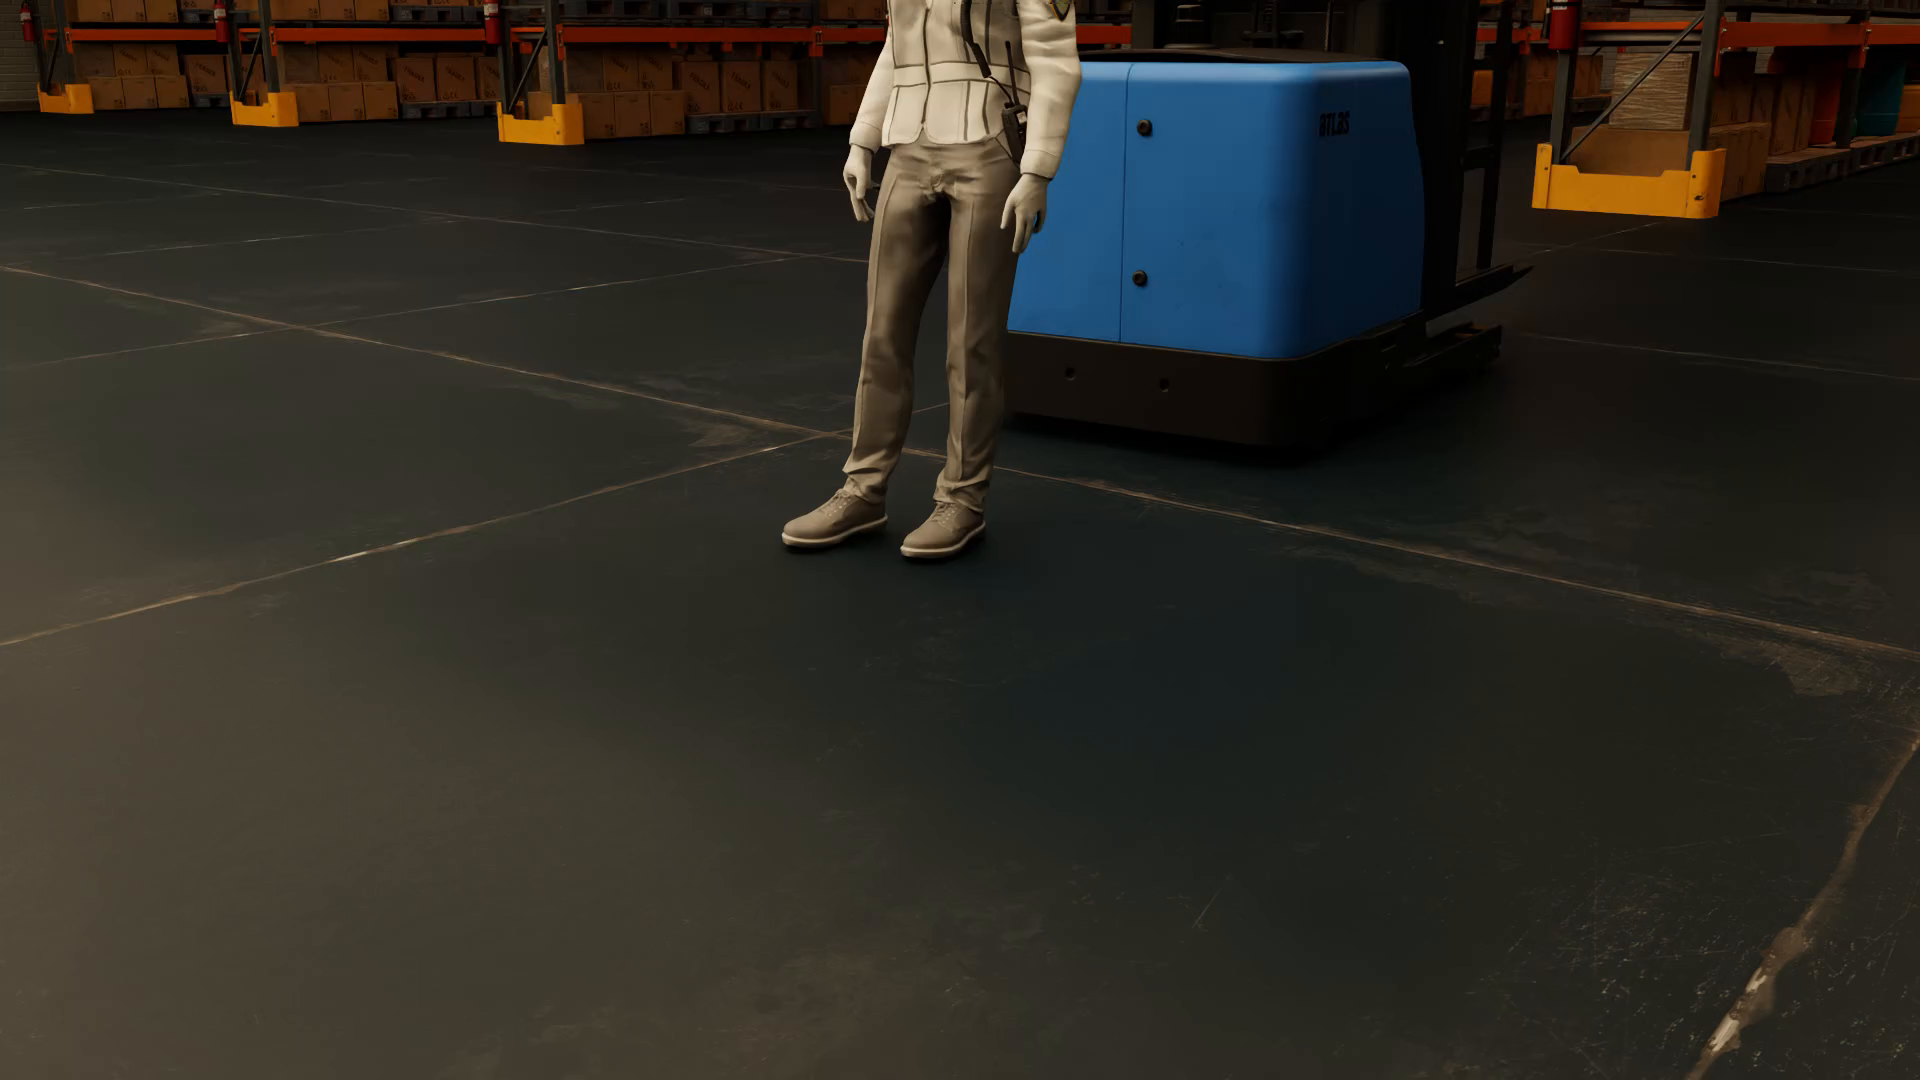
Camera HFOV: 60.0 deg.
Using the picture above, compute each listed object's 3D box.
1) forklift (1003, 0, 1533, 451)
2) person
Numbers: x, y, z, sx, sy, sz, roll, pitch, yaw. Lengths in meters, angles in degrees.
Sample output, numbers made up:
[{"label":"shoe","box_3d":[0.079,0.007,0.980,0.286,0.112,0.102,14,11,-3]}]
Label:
[{"label":"forklift","box_3d":[1.281,-2.026,5.570,1.130,2.935,3.031,11,20,32]},{"label":"person","box_3d":[-0.048,-0.804,3.648,0.588,1.696,0.533,13,21,37]}]
